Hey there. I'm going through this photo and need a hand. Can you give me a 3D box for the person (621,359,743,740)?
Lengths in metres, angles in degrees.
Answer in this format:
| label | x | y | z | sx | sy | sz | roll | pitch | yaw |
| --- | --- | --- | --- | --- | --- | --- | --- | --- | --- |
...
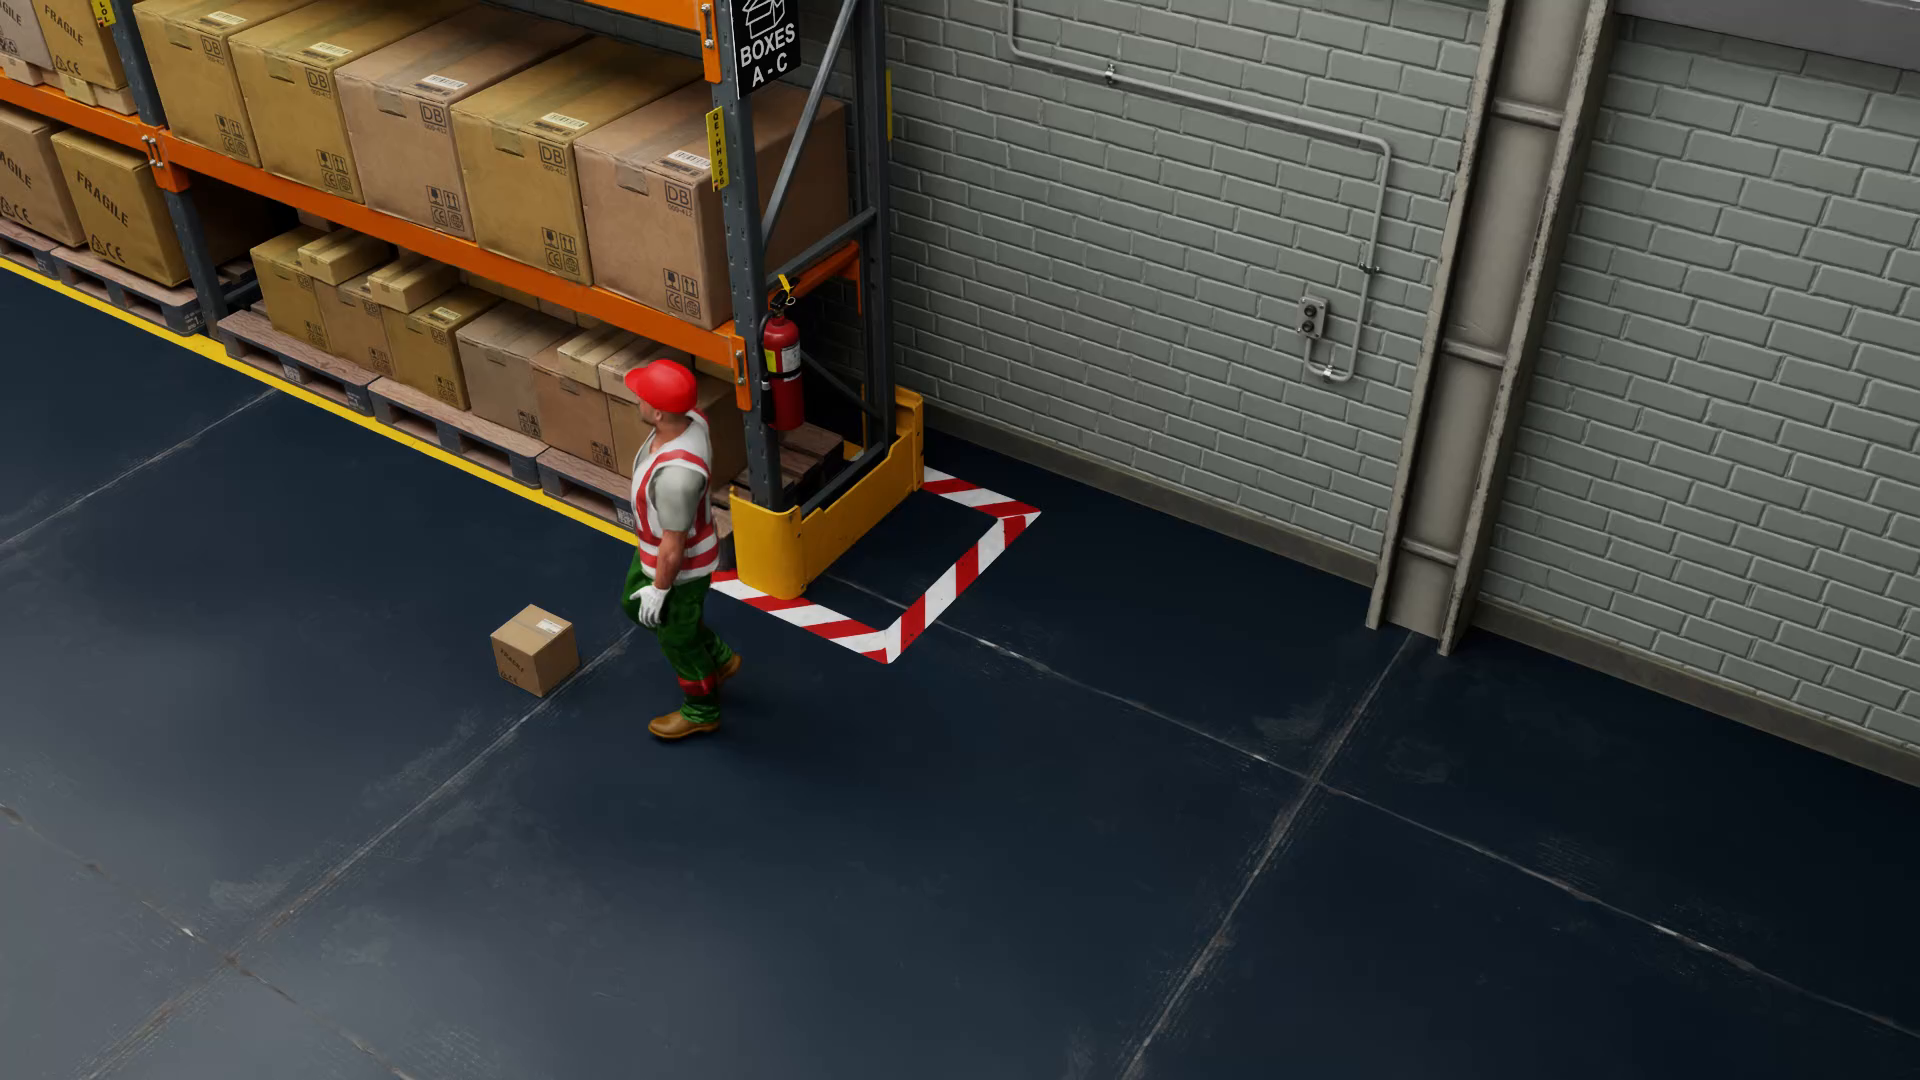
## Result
| label | x | y | z | sx | sy | sz | roll | pitch | yaw |
| --- | --- | --- | --- | --- | --- | --- | --- | --- | --- |
| person | -1.135 | 0.064 | 6.547 | 0.469 | 1.785 | 0.549 | -7 | 39 | -9 |
